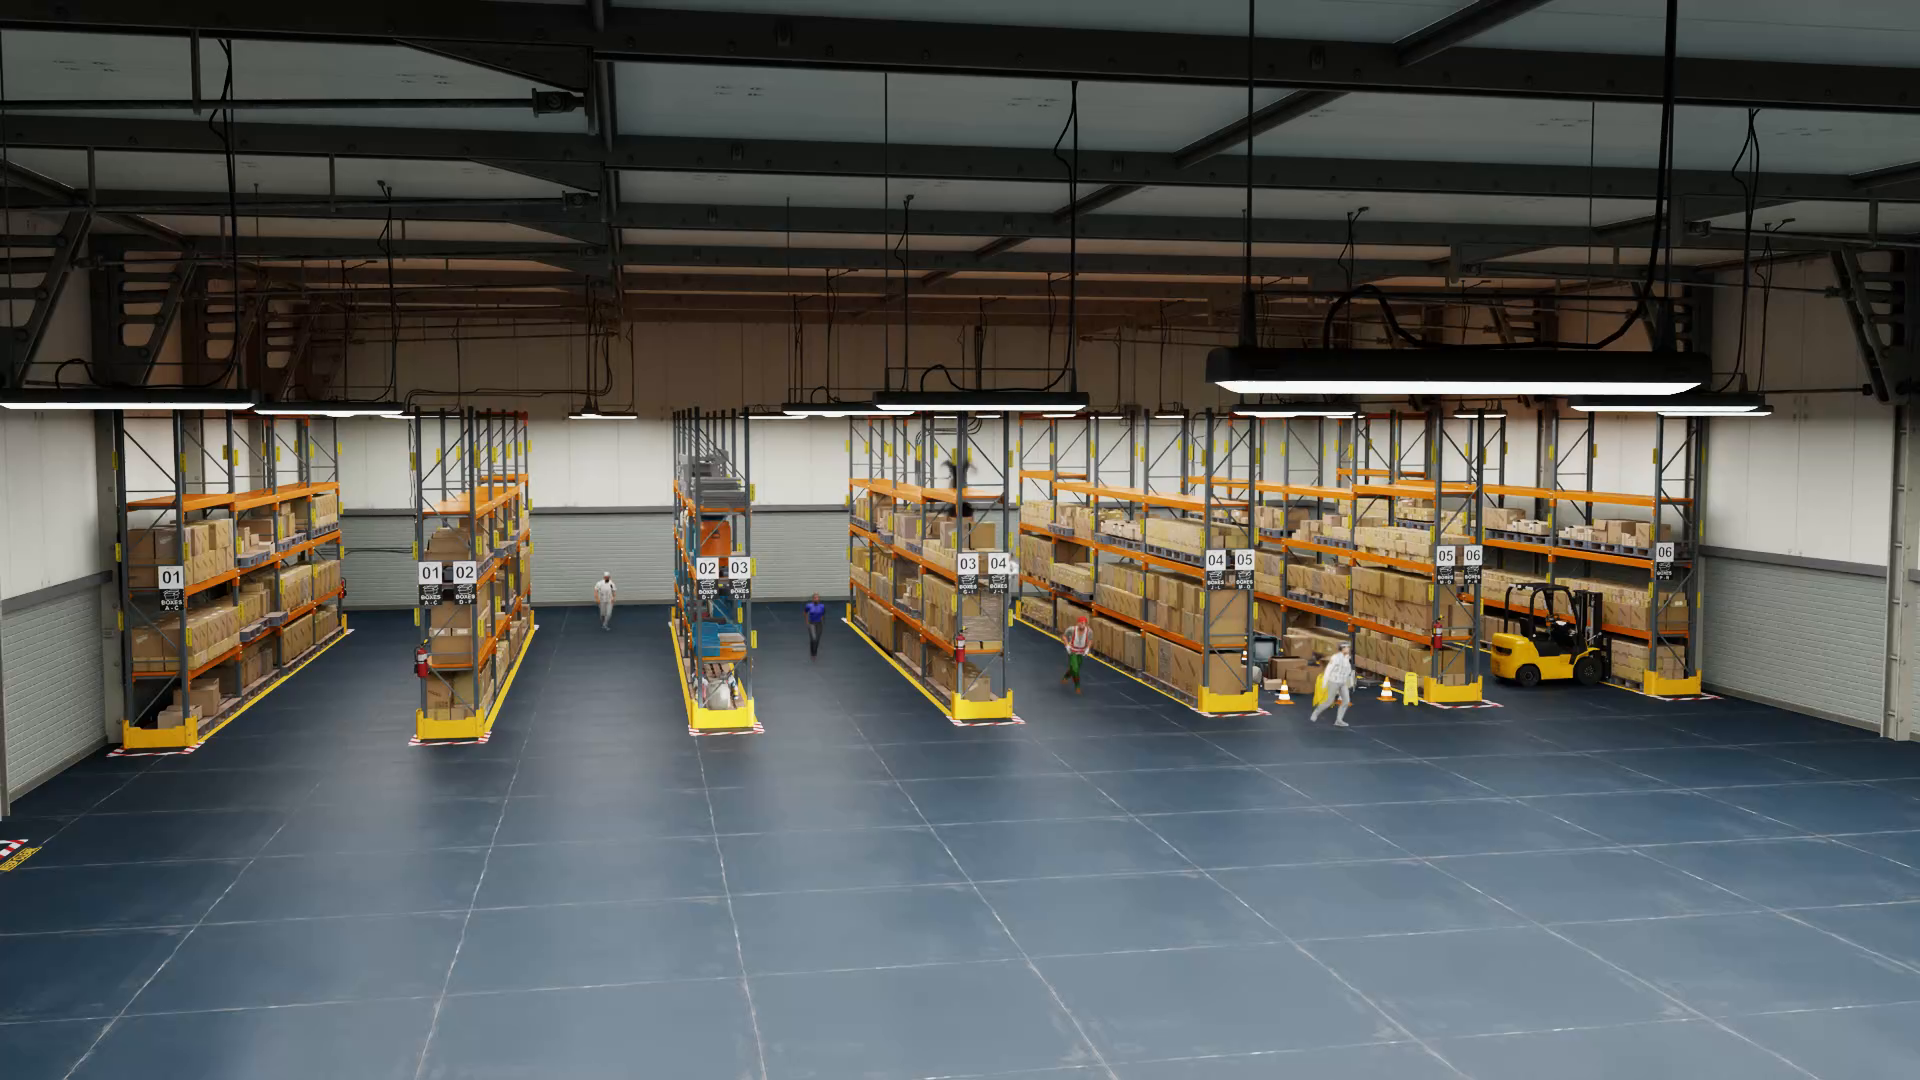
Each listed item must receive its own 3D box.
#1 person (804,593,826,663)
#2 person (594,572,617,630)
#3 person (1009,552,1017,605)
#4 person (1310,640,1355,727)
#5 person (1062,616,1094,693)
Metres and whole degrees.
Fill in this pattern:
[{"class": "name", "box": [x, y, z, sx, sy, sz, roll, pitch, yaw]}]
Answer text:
[{"class": "person", "box": [-3.454, 2.093, 39.750, 0.484, 1.670, 0.790, -2, 4, -21]}, {"class": "person", "box": [-9.752, 1.677, 45.785, 0.614, 1.599, 0.542, -1, 4, -20]}, {"class": "person", "box": [1.507, 1.222, 51.599, 0.626, 1.713, 0.642, 2, 4, 21]}, {"class": "person", "box": [7.038, 2.679, 31.369, 0.672, 1.619, 0.702, -3, 5, -37]}, {"class": "person", "box": [2.479, 2.414, 35.370, 0.655, 1.683, 1.055, -1, 4, -13]}]
